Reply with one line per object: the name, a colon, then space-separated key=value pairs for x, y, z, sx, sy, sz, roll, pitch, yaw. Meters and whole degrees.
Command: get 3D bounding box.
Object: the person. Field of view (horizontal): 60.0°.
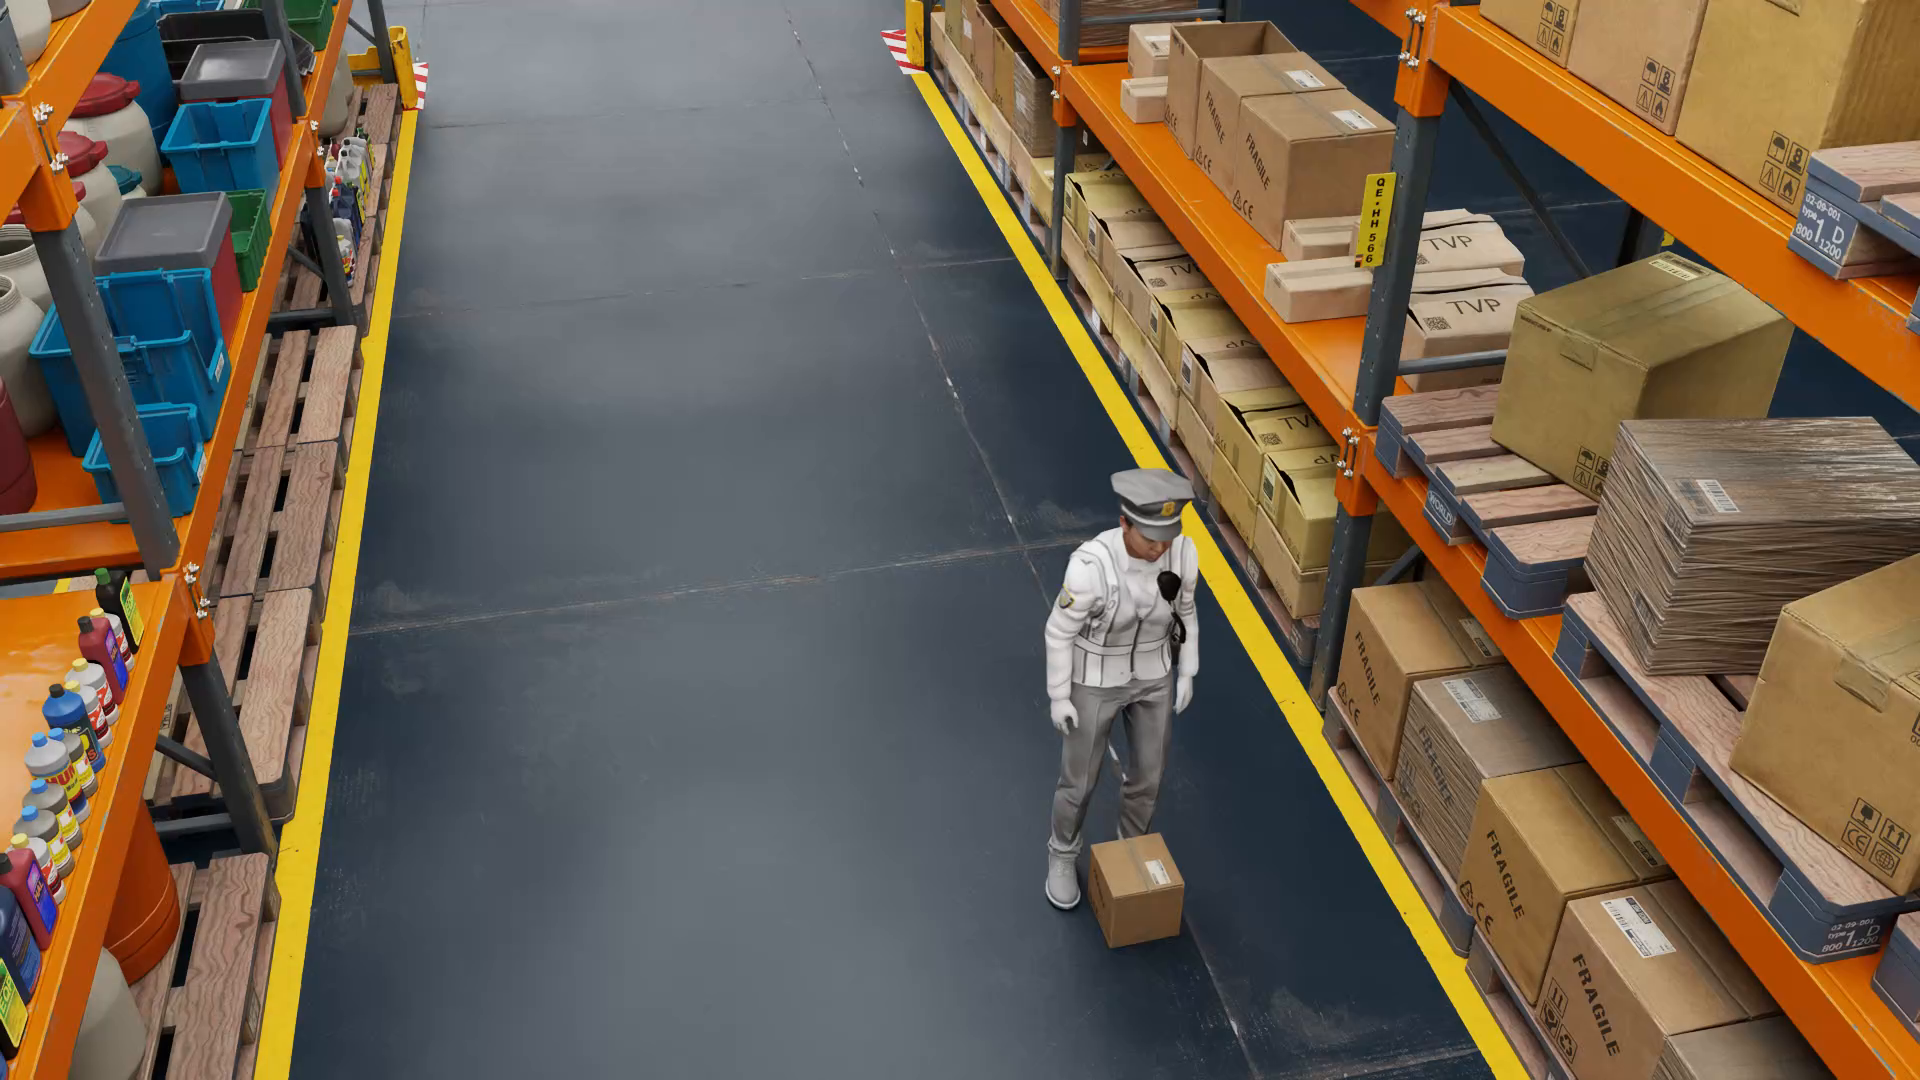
person: x=0.542 y=0.487 z=5.435 sx=0.533 sy=1.662 sz=0.414 roll=-9 pitch=36 yaw=-13
